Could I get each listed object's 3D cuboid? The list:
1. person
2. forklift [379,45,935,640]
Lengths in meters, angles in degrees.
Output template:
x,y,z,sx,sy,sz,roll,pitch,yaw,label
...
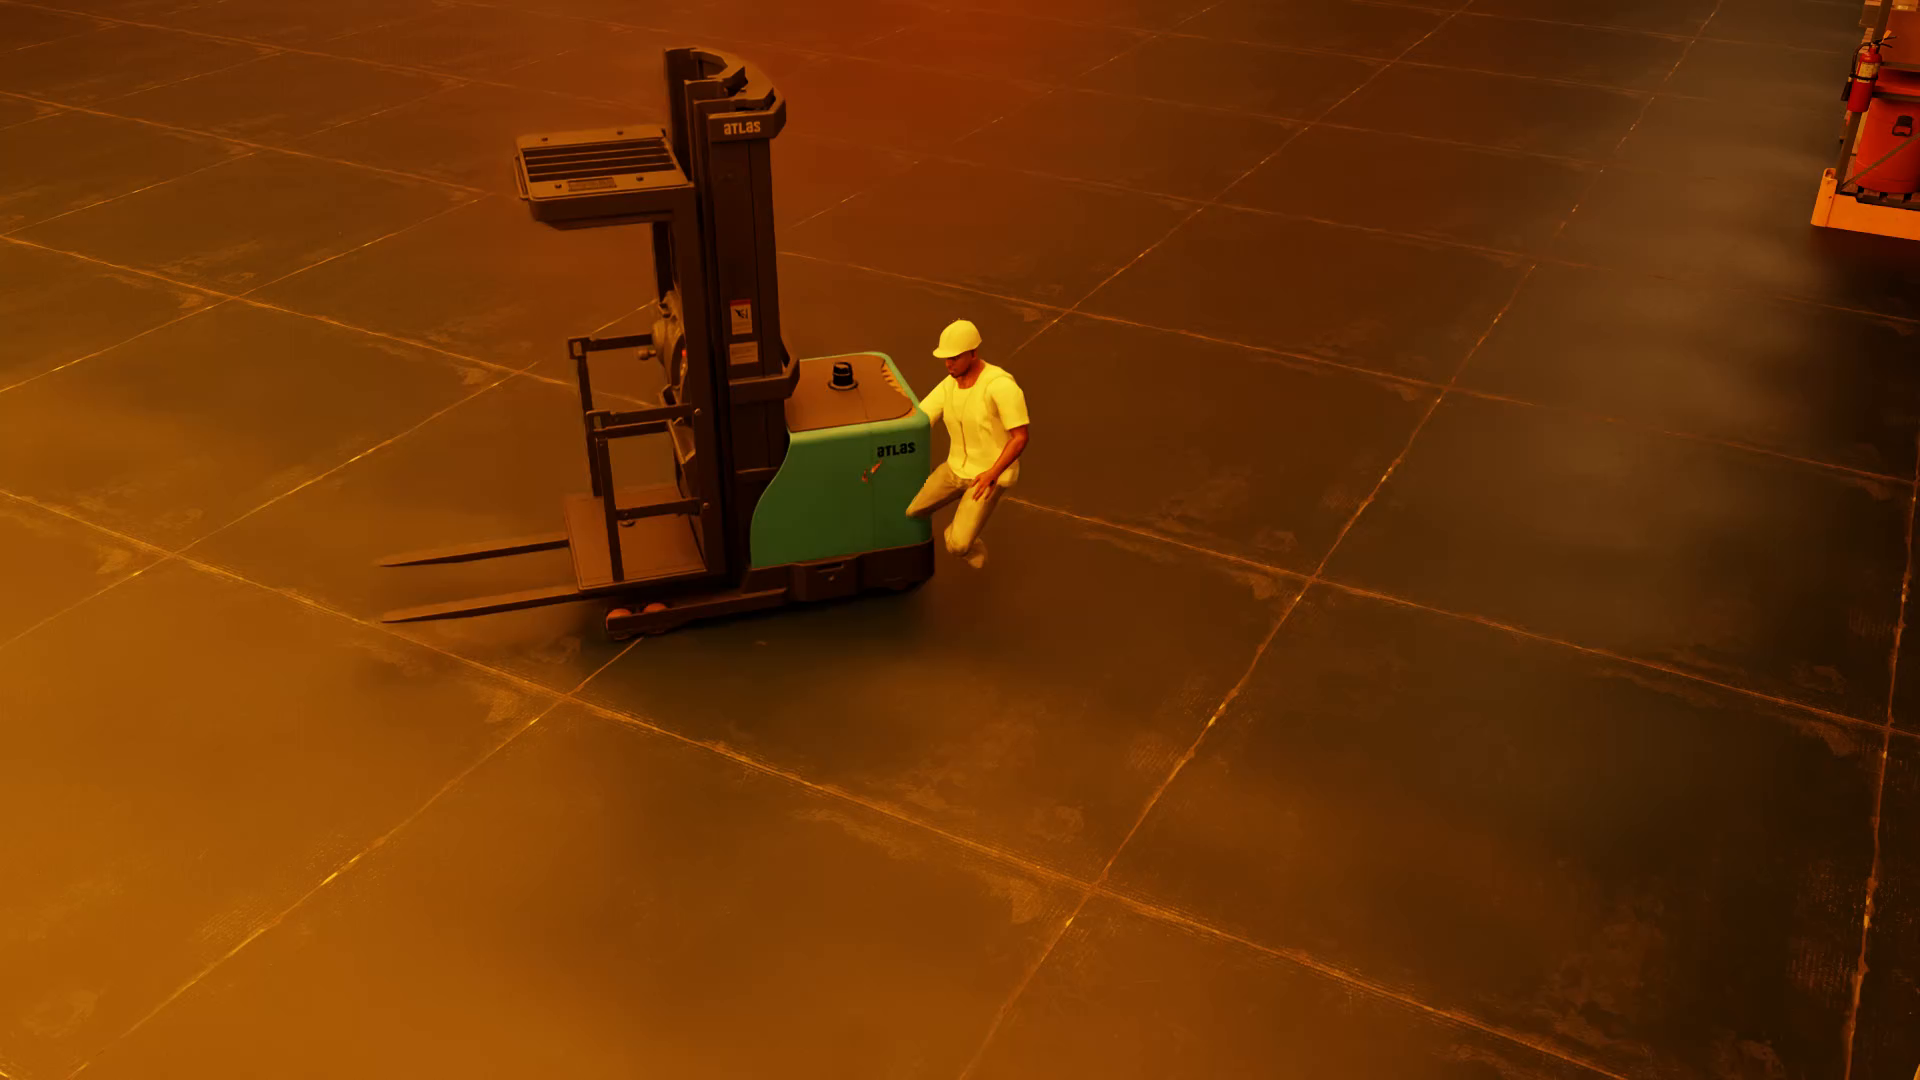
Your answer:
x,y,z,sx,sy,sz,roll,pitch,yaw,label
-0.080,-0.374,9.051,0.745,1.614,0.796,-25,38,-36,person
-1.722,-1.022,8.841,3.031,2.935,1.130,-9,31,-15,forklift
